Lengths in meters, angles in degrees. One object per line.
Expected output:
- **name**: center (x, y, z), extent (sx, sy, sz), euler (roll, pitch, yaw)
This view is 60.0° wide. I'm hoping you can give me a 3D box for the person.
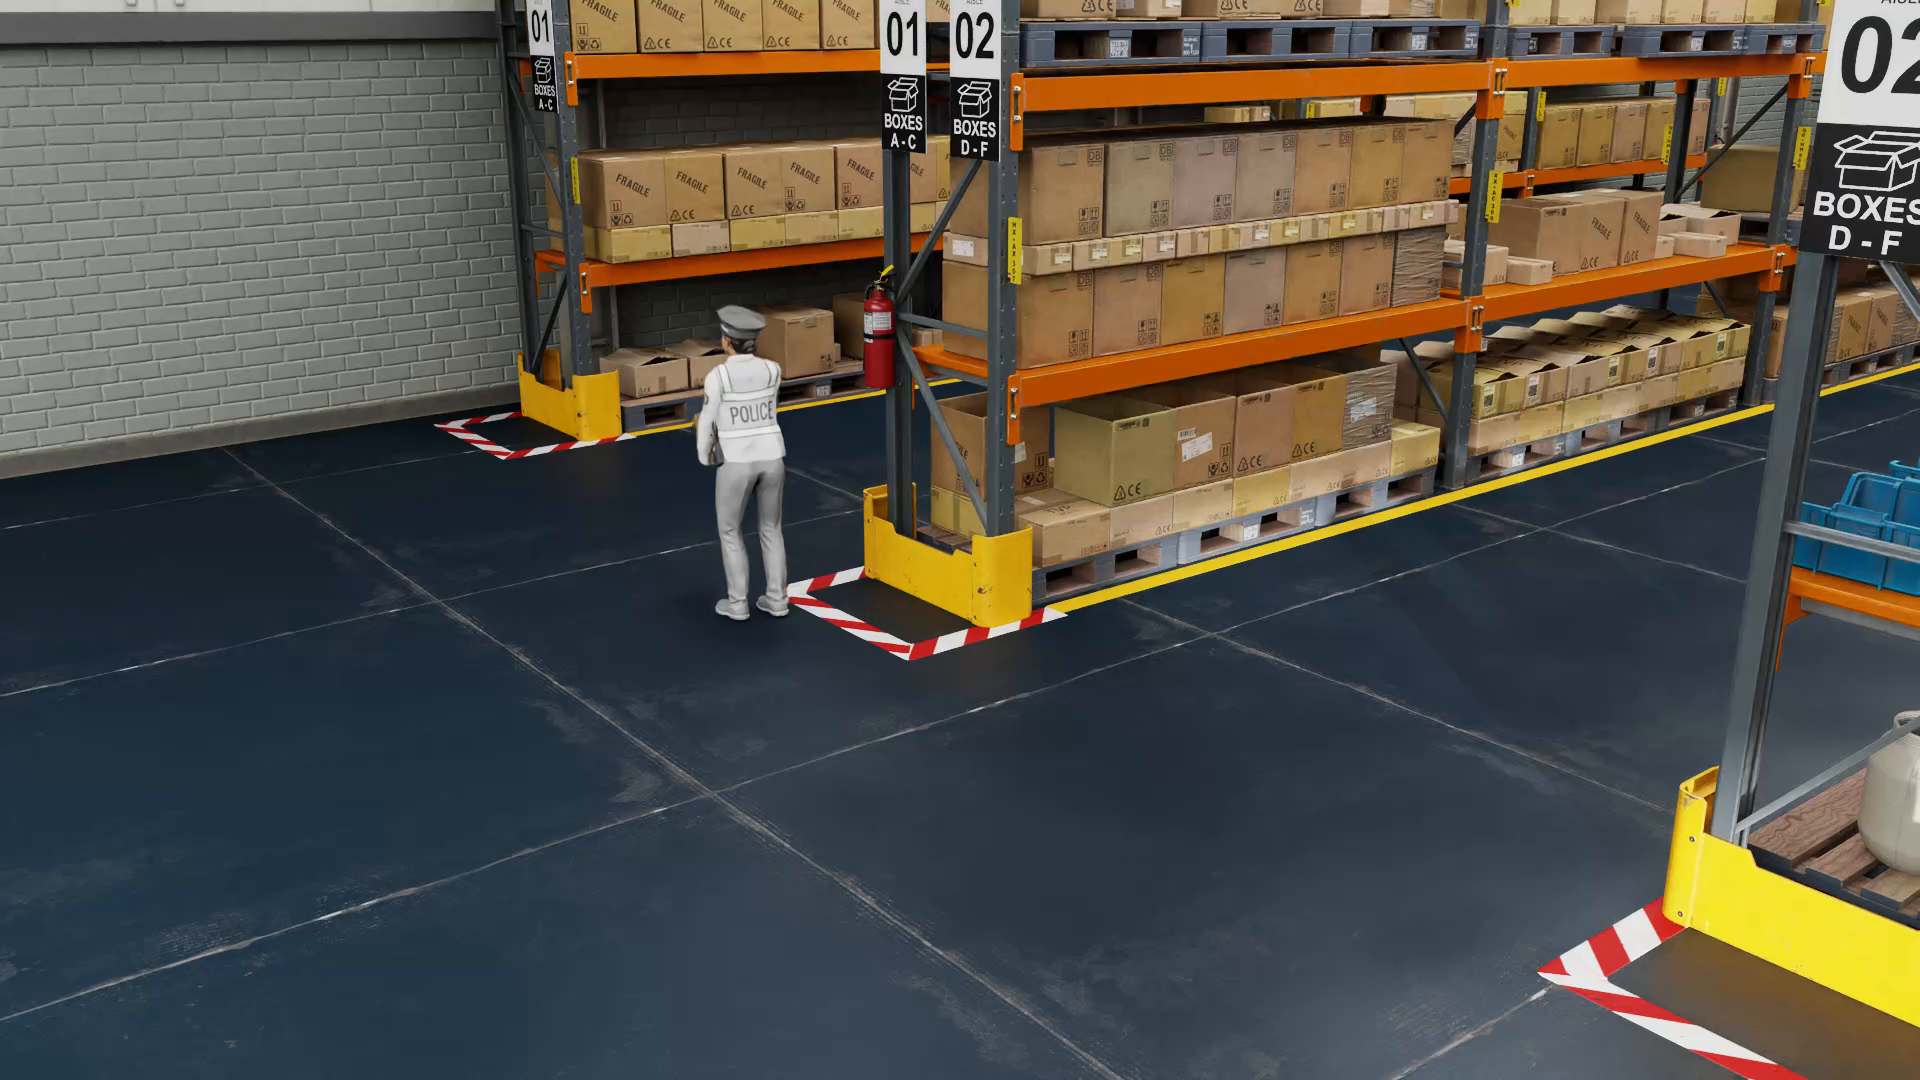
- **person**: center (-1.164, -0.407, 8.803), extent (0.416, 1.682, 0.521), euler (-11, 21, -30)
